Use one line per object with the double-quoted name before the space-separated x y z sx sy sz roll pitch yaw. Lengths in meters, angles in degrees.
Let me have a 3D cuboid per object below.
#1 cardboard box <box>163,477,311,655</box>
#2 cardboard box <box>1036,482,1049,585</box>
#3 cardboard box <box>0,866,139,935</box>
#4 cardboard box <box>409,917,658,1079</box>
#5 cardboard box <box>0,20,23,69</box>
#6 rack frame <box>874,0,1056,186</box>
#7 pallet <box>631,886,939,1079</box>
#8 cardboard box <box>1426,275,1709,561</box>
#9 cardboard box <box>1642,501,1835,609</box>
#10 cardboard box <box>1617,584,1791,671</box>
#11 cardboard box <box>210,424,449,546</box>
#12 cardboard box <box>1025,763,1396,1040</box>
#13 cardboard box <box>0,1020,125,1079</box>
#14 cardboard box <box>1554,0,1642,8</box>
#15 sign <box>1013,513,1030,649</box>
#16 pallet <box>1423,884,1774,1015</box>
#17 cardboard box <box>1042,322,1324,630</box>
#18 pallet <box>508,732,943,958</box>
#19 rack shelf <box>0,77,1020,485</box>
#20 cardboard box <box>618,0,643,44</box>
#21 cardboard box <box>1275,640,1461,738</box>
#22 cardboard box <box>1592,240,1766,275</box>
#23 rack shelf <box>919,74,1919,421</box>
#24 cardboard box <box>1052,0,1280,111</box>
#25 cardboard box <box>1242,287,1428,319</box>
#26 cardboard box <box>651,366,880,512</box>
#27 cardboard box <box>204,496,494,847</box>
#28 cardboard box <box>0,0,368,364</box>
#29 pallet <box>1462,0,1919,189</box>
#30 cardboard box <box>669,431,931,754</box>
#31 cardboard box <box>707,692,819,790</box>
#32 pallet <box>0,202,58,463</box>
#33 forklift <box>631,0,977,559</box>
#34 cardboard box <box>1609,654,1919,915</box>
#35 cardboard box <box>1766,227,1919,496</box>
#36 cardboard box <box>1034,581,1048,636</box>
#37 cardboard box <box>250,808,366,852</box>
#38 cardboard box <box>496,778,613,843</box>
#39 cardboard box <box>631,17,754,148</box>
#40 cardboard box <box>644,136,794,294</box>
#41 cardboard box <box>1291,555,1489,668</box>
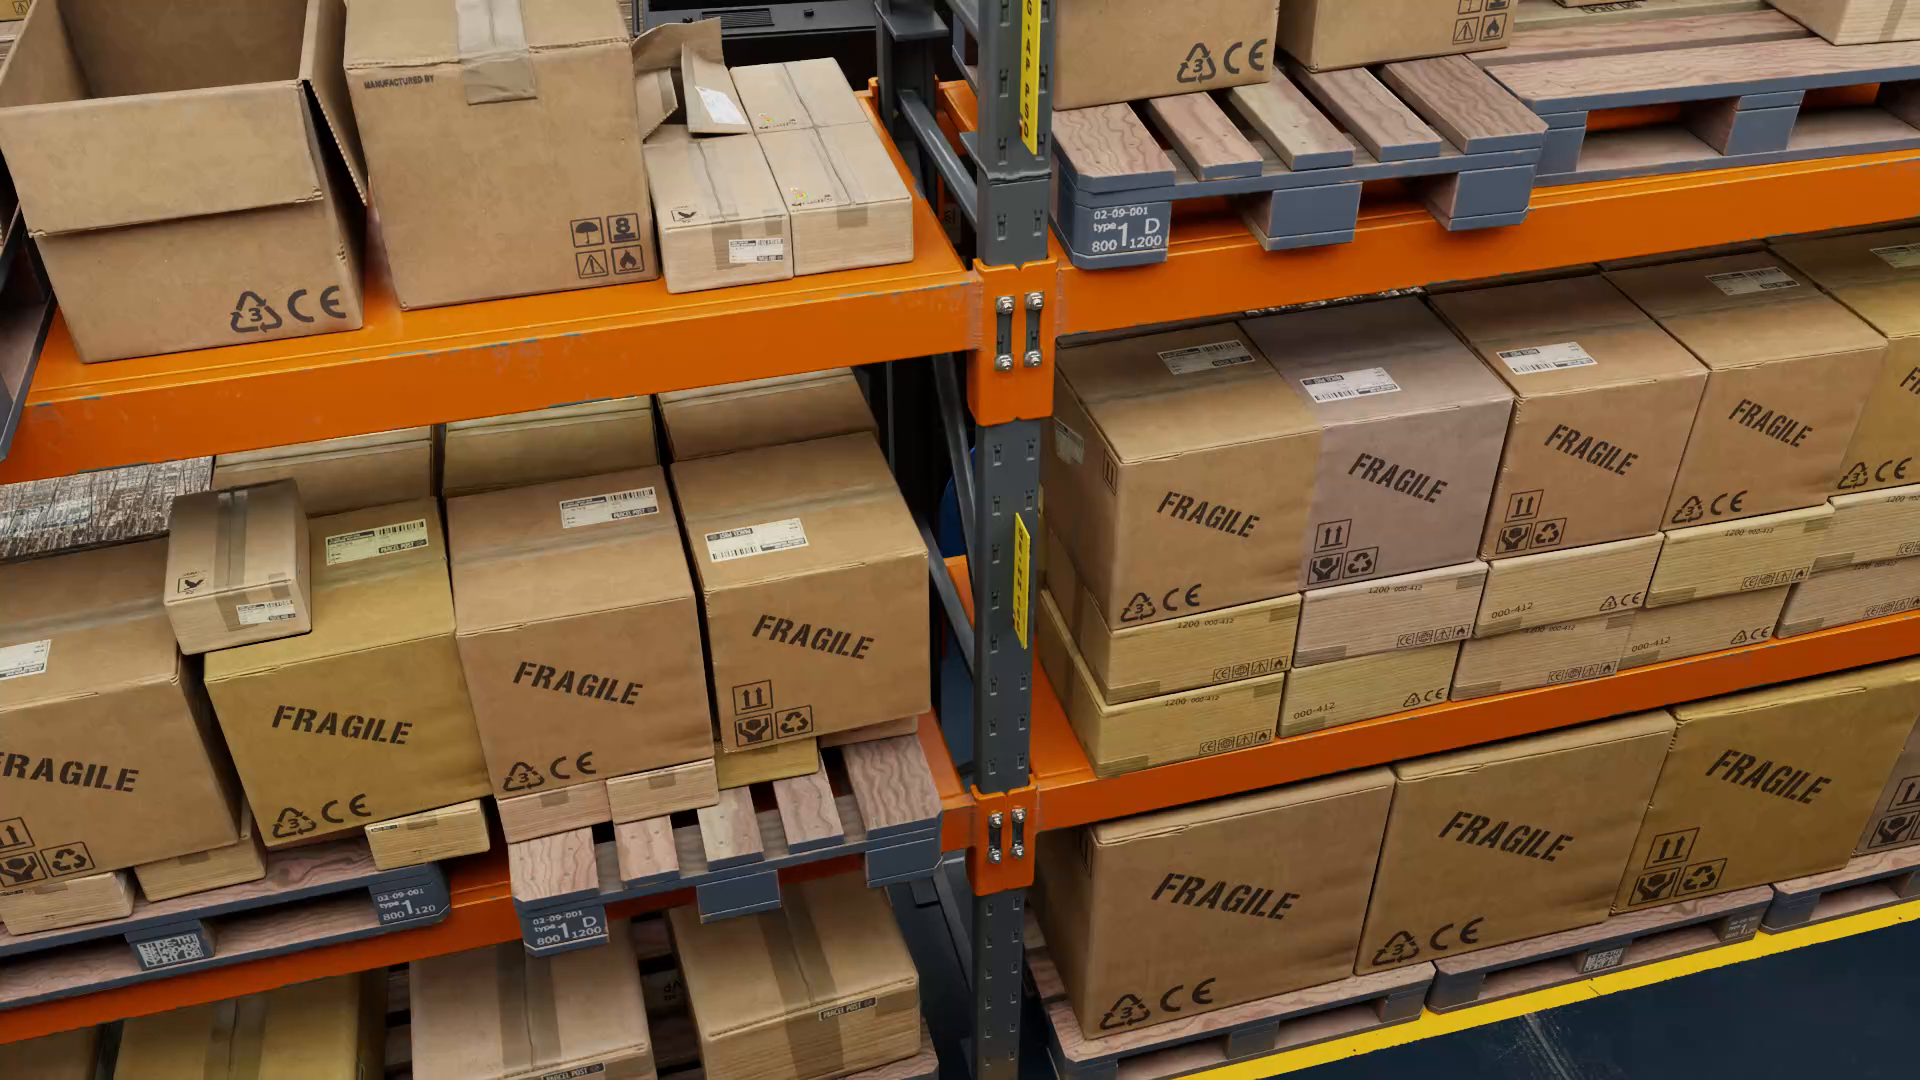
"cardboard box" -1.519 0.048 3.511 0.250 0.149 0.380 -11 39 -14
"cardboard box" 0.388 -0.159 4.701 0.500 0.250 0.500 -9 38 -12
"cardboard box" -1.993 0.680 3.753 0.250 0.149 0.380 -8 38 -10
"cardboard box" -1.271 1.288 4.914 0.625 0.372 0.950 -10 39 -13
"cardboard box" -4.198 -2.093 7.436 0.500 0.500 0.500 -9 38 -12
"rack frame" -0.013 -2.177 2.689 0.127 3.000 1.000 -9 38 -12
"pallet" -0.768 1.436 5.198 1.213 0.211 1.003 -9 38 -12
"cardboard box" 1.507 -0.323 4.298 0.500 0.500 0.500 -8 38 -11
"cardboard box" 2.017 -0.094 4.616 0.500 0.250 0.500 -9 38 -11
"cardboard box" 2.000 0.084 4.795 0.500 0.250 0.500 -9 38 -12
"cardboard box" -1.520 -0.008 4.119 0.500 0.500 0.500 -9 38 -11
"cardboard box" 0.675 0.822 5.109 0.875 0.875 0.875 -10 38 -12
"cardboard box" -2.676 1.516 4.616 0.625 0.372 0.950 -7 38 -9
"cardboard box" 1.613 -1.641 4.030 0.500 0.500 0.500 -9 38 -12
"sign" 0.137 0.094 3.770 0.005 0.325 0.100 -9 38 -12
"pallet" 1.943 1.042 5.714 1.213 0.211 1.003 -9 38 -12
"cardboard box" 0.527 -0.166 4.092 0.500 0.500 0.500 -11 39 -13
"pallet" -0.673 0.458 4.341 1.003 0.211 1.213 -9 38 -12
"rack shelf" -1.944 -0.383 3.405 4.000 0.370 1.077 -9 38 -12
"cardboard box" -1.766 -2.492 7.957 0.500 0.500 0.500 -9 38 -12
"cardboard box" 1.016 0.244 4.586 0.500 0.250 0.500 -10 39 -13
"cardboard box" 1.883 -0.703 4.795 0.500 0.500 0.500 -10 39 -13
"rack shelf" 1.918 -1.016 4.233 4.000 0.370 1.077 -9 38 -12
"cardboard box" 0.312 -1.341 3.635 0.637 0.503 0.797 -12 39 -15
"cardboard box" 0.911 -0.552 4.598 0.500 0.500 0.500 -9 38 -11
"cardboard box" -0.508 -0.183 4.348 0.500 0.500 0.500 -10 39 -13
"cardboard box" -1.363 0.285 3.735 0.500 0.500 0.500 -12 39 -15
"cardboard box" -1.478 -0.768 3.231 0.637 0.503 0.797 -9 38 -12
"pallet" 1.674 -1.222 4.066 1.213 0.211 1.003 -8 38 -10
"cardboard box" -0.379 0.116 3.956 0.500 0.500 0.500 -10 39 -13
"cardboard box" -0.508 0.414 4.101 0.250 0.149 0.380 -9 38 -11
"pallet" -2.251 -0.479 3.093 1.003 0.211 1.213 -9 38 -12
"forklift" -0.618 -1.101 6.277 3.031 2.935 1.130 -6 38 -8
"cardboard box" 2.401 0.542 5.475 0.875 0.875 0.875 -8 38 -11
"cardboard box" 2.491 -0.491 4.518 0.500 0.500 0.500 -8 38 -11
"cardboard box" 0.407 0.033 4.861 0.500 0.250 0.500 -11 39 -14
"cardboard box" -1.522 0.533 3.946 0.250 0.149 0.380 -9 38 -12
"cardboard box" -0.985 0.515 3.969 0.250 0.149 0.380 -11 39 -14
"cardboard box" -0.608 -0.941 3.654 0.258 0.266 0.396 -9 38 -12
"cardboard box" -0.500 -0.668 3.393 0.250 0.149 0.380 -9 38 -12
"cardboard box" 1.040 0.050 4.427 0.500 0.250 0.500 -8 38 -11
